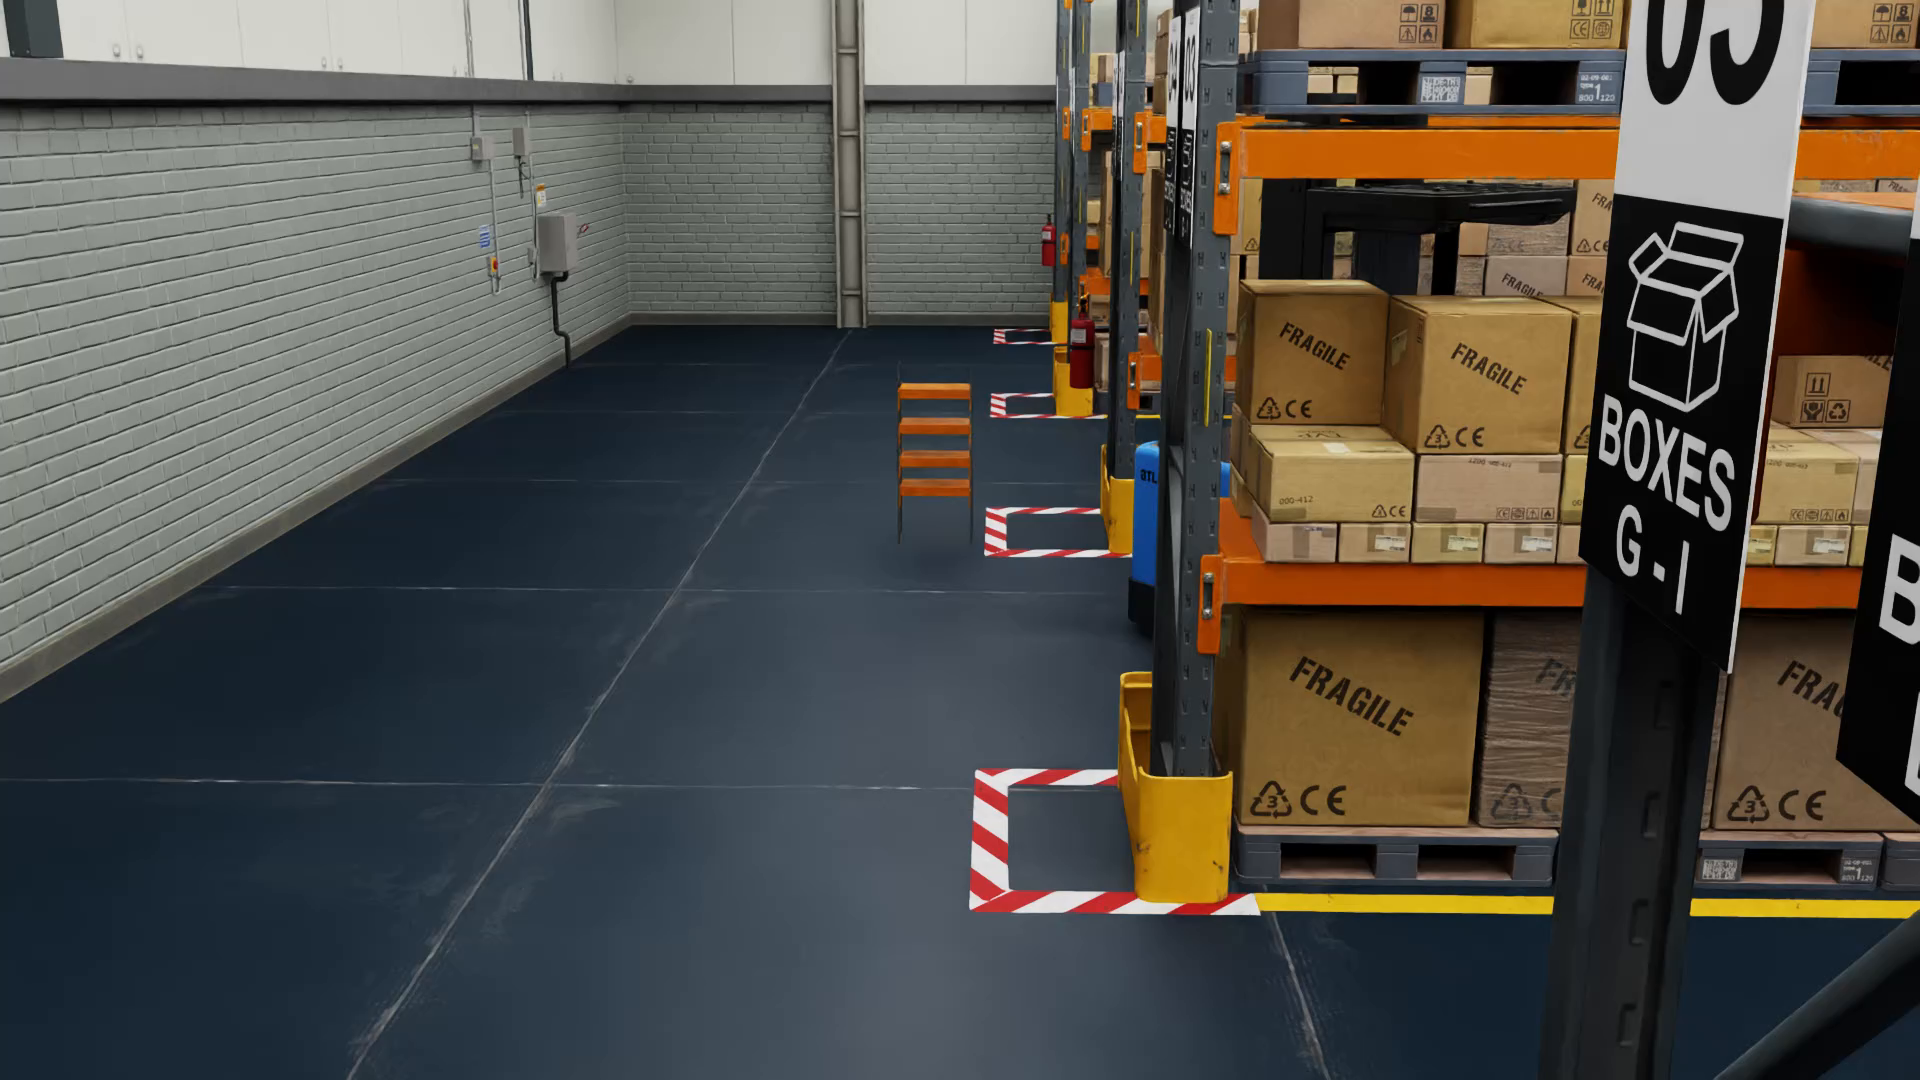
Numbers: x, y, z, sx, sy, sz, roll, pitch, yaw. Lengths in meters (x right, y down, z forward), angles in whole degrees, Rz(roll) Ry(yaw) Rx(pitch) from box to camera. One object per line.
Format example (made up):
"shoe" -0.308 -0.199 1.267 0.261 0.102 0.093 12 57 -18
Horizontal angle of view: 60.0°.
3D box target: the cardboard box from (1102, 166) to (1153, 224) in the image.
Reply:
"cardboard box" 1.598 -3.228 15.537 0.500 0.500 0.500 0 15 0

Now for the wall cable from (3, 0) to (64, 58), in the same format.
"wall cable" -4.692 -5.616 8.681 0.120 5.999 2.277 0 15 1

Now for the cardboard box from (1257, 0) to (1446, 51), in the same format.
"cardboard box" 1.394 -2.005 5.963 0.500 0.500 0.700 -1 15 -2

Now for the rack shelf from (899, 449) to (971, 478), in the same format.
"rack shelf" -0.165 -0.516 11.208 0.480 0.148 0.258 0 15 1

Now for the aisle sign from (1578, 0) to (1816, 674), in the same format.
"aisle sign" 0.682 -0.313 1.552 0.004 0.787 0.394 0 15 1

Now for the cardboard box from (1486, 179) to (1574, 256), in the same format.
"cardboard box" 3.594 -2.101 10.685 0.500 0.500 0.500 1 15 3

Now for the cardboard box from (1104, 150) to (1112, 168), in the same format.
"cardboard box" 1.473 -3.544 15.465 0.250 0.149 0.380 1 15 3

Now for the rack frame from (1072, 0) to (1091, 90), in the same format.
"rack frame" 1.126 -5.672 15.200 0.127 3.000 1.000 0 15 1

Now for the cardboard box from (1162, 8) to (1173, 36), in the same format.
"cardboard box" 1.418 -3.261 10.471 0.250 0.149 0.380 0 15 1

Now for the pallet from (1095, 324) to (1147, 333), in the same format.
"pallet" 2.122 -2.683 21.098 1.213 0.211 1.003 0 15 1

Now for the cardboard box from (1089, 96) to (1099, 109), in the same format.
"cardboard box" 1.561 -5.305 20.180 0.250 0.149 0.380 1 15 3

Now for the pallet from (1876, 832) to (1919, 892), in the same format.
"pallet" 4.113 1.105 6.737 1.213 0.211 1.003 0 15 1

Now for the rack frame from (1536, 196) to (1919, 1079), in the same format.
"rack frame" 0.746 1.018 1.602 0.053 2.616 0.949 0 15 1

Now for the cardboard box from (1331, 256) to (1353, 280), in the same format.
"cardboard box" 2.567 -1.624 10.836 0.500 0.500 0.500 1 15 2

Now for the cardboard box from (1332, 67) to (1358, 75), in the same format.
"cardboard box" 2.559 -3.049 10.452 0.500 0.250 0.500 1 15 2

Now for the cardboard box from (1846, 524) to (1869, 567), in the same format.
"cardboard box" 3.273 -0.023 6.041 0.250 0.149 0.380 0 15 1

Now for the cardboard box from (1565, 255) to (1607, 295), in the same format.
"cardboard box" 4.089 -1.609 10.781 0.500 0.500 0.500 0 15 0

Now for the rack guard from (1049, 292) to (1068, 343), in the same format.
"rack guard" 1.325 -2.828 21.080 0.348 0.500 1.175 0 15 1

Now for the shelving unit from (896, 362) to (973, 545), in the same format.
"shelving unit" -0.165 -0.581 11.191 0.503 1.200 0.258 0 15 1

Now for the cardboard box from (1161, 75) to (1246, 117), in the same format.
"cardboard box" 1.542 -2.818 10.556 0.500 0.250 0.500 1 15 3

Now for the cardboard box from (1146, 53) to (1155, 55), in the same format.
"cardboard box" 2.194 -5.726 20.013 0.500 0.250 0.500 0 15 1

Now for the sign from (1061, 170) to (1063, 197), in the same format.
"sign" 1.235 -4.318 20.128 0.005 0.325 0.100 0 15 1

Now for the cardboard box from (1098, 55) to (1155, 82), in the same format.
"cardboard box" 1.578 -4.421 15.611 0.500 0.250 0.500 -1 15 -4

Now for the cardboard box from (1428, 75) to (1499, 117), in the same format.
"cardboard box" 3.100 -2.808 10.515 0.500 0.250 0.500 0 15 1

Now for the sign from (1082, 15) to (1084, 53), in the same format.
"sign" 1.105 -4.541 14.924 0.005 0.325 0.100 0 15 1

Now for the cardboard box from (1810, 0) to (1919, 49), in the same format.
"cardboard box" 3.031 -2.002 5.954 0.500 0.500 0.700 1 15 4

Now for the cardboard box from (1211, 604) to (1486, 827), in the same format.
"cardboard box" 1.514 0.564 6.665 0.875 0.875 0.875 0 15 1

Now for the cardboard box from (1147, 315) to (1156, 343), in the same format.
"cardboard box" 1.433 -1.457 11.475 0.250 0.149 0.380 0 15 1

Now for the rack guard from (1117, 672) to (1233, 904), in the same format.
"rack guard" 0.848 0.964 6.705 0.348 0.500 1.175 0 15 1

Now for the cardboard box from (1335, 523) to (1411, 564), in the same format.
"cardboard box" 1.475 -0.035 6.085 0.250 0.149 0.380 0 15 1

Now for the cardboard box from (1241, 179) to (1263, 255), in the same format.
"cardboard box" 2.047 -2.112 10.725 0.500 0.500 0.500 1 15 3

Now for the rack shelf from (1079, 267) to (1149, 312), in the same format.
"rack shelf" 3.125 -2.411 16.007 4.000 0.370 1.077 0 15 1

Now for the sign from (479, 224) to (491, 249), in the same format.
"sign" -4.574 -2.921 16.002 0.001 0.218 0.327 0 15 1

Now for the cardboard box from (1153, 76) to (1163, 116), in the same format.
"cardboard box" 1.562 -2.951 11.059 0.500 0.250 0.500 0 15 0

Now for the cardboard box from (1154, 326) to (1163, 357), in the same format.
"cardboard box" 1.416 -1.301 10.885 0.250 0.149 0.380 0 15 1

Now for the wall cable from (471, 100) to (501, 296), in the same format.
"wall cable" -4.512 -3.309 15.948 0.123 1.953 0.585 0 15 1

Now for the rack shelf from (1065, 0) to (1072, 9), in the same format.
"rack shelf" 3.248 -6.576 20.040 4.000 0.370 1.077 0 15 1

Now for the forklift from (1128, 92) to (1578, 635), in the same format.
"forklift" 2.255 -0.691 8.215 1.130 2.935 3.031 -11 19 -37

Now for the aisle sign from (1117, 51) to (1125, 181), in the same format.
"aisle sign" 1.020 -2.689 10.558 0.004 0.787 0.394 0 15 1

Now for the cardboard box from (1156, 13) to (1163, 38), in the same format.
"cardboard box" 1.440 -3.394 10.975 0.250 0.149 0.380 0 15 1

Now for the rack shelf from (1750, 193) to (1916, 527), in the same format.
"rack shelf" 2.745 -0.071 1.258 4.000 0.370 1.077 0 15 1

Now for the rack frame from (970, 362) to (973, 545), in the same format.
"rack frame" 0.078 -0.580 11.185 0.015 1.200 0.240 0 15 1

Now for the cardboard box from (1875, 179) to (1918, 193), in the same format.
"cardboard box" 8.599 -3.188 15.387 0.500 0.500 0.500 0 15 0

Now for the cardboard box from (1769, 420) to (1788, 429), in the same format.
"cardboard box" 2.900 -0.371 6.577 0.500 0.250 0.500 0 15 2

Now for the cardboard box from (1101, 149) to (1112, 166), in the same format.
"cardboard box" 1.489 -3.666 15.927 0.250 0.149 0.380 1 15 2

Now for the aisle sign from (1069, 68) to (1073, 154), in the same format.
"aisle sign" 1.062 -4.108 15.935 0.004 0.787 0.394 0 15 1

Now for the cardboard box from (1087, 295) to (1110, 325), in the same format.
"cardboard box" 1.858 -3.005 20.921 0.637 0.503 0.797 0 15 -1

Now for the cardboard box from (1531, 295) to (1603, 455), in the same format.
"cardboard box" 2.363 -0.601 5.979 0.500 0.500 0.500 0 15 0

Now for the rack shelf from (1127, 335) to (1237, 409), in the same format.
"rack shelf" 3.100 -1.148 11.220 4.000 0.370 1.077 0 15 1

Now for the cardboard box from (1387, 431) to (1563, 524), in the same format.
"cardboard box" 1.865 -0.242 6.088 0.500 0.250 0.500 0 15 1

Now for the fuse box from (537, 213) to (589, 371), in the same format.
"fuse box" -4.312 -2.714 18.273 0.414 1.711 0.539 0 15 1

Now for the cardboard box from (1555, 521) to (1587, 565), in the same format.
"cardboard box" 2.246 -0.030 6.067 0.250 0.149 0.380 0 15 0

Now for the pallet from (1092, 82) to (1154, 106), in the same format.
"pallet" 1.867 -4.177 15.585 1.213 0.211 1.003 0 15 1

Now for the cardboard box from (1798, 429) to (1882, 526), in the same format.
"cardboard box" 3.395 -0.232 6.048 0.500 0.250 0.500 1 15 3

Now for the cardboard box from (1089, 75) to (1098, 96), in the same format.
"cardboard box" 1.685 -5.486 20.086 0.500 0.250 0.500 0 15 1

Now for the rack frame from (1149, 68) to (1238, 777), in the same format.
"rack frame" 0.872 -0.244 6.386 0.127 3.000 1.000 0 15 1
